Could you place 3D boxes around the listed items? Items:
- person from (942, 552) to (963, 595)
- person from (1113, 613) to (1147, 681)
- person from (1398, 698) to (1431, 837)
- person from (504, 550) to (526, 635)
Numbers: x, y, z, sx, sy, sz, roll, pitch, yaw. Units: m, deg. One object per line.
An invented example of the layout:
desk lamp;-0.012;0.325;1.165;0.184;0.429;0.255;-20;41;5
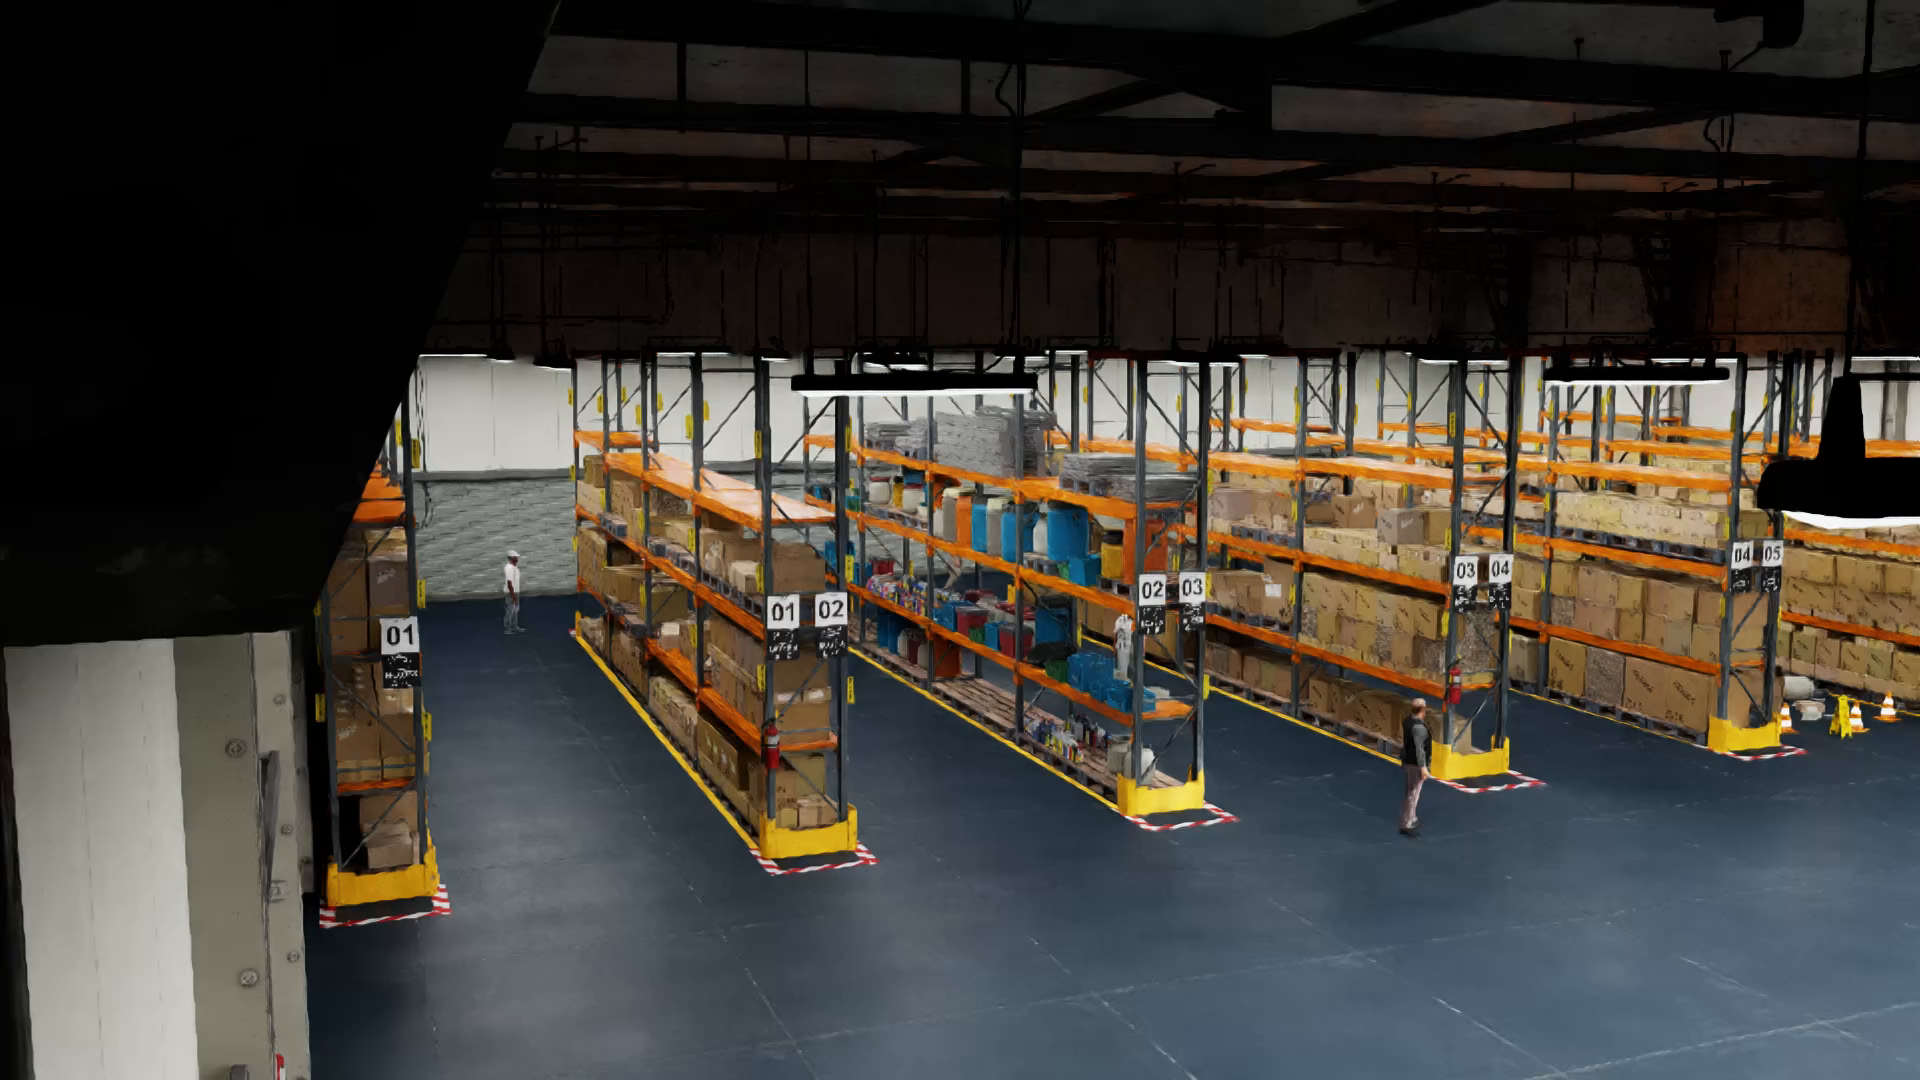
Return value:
person;-0.170;0.497;39.998;0.500;1.718;0.712;1;7;6
person;2.965;1.874;28.950;0.533;1.707;1.040;-2;7;-12
person;5.774;2.852;21.070;0.429;1.726;0.615;0;7;2
person;-9.407;1.085;35.028;0.415;1.769;0.652;-1;7;-6
